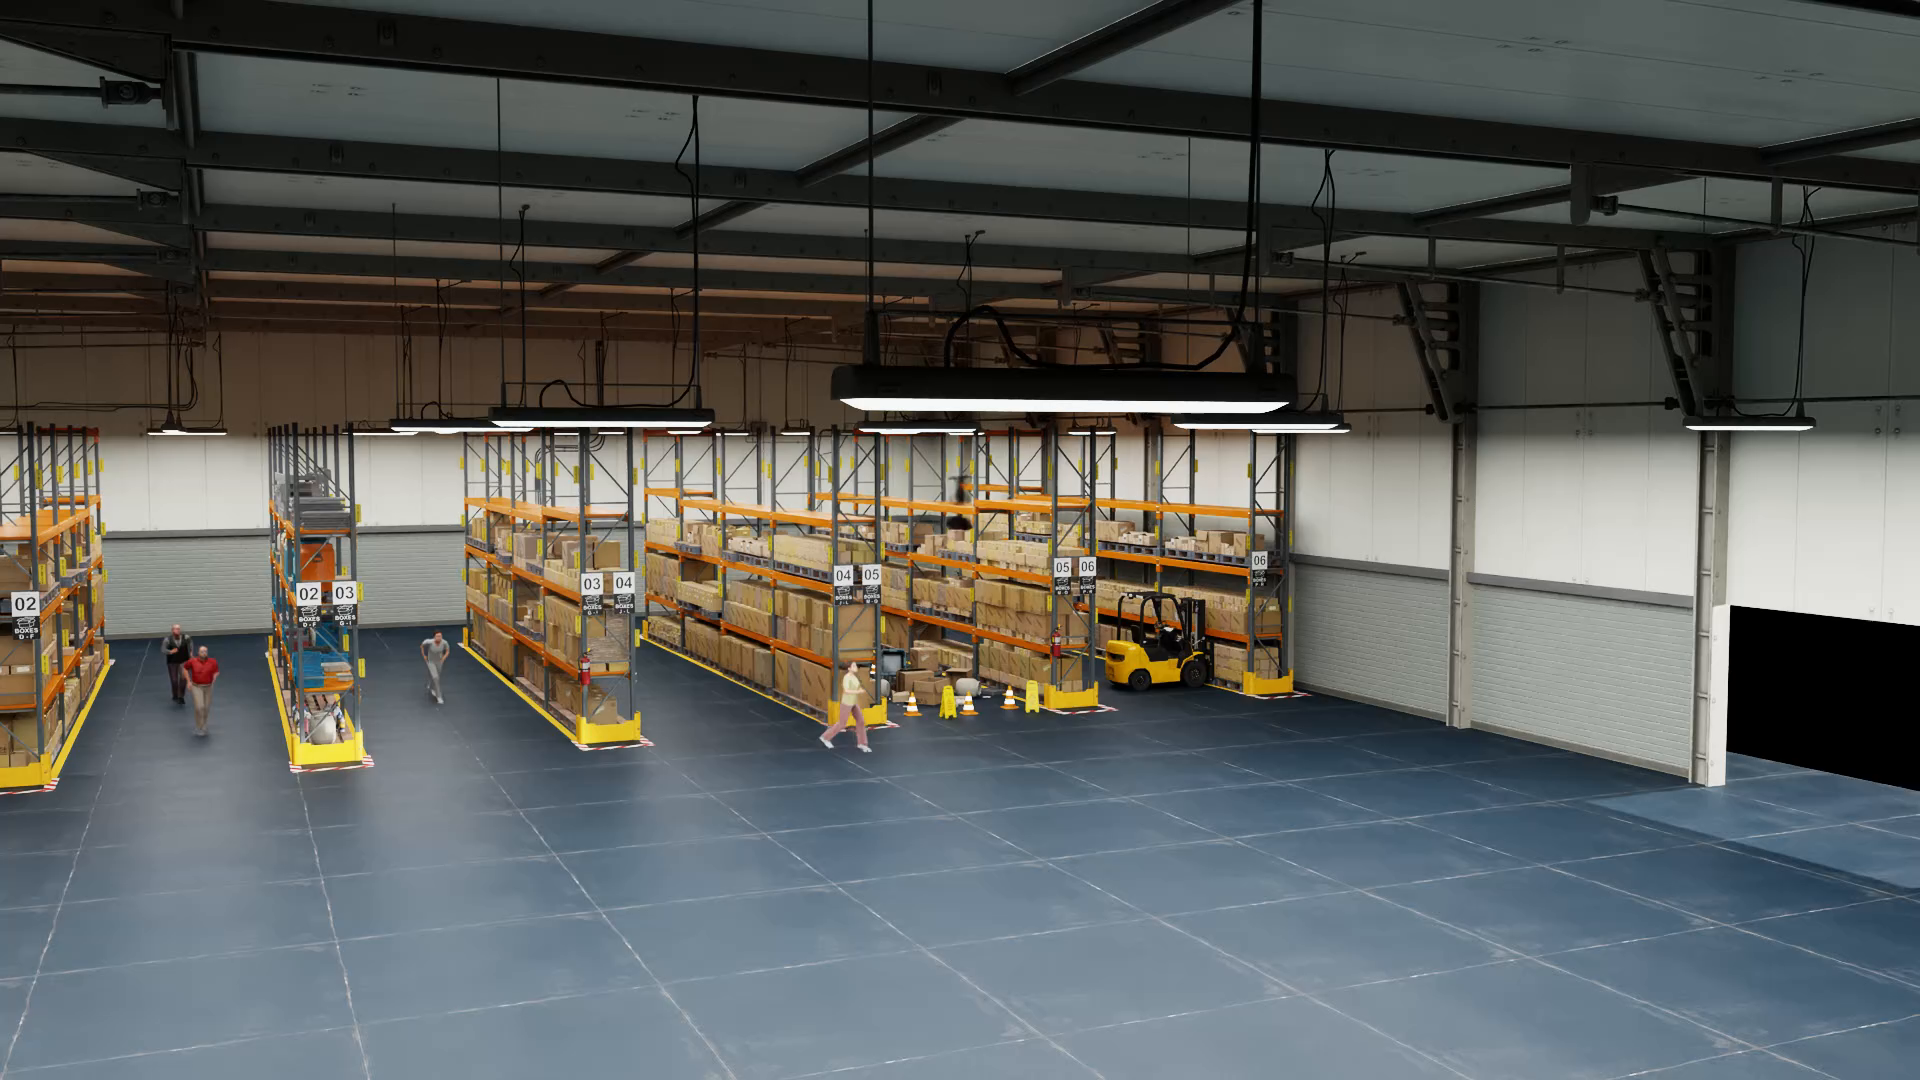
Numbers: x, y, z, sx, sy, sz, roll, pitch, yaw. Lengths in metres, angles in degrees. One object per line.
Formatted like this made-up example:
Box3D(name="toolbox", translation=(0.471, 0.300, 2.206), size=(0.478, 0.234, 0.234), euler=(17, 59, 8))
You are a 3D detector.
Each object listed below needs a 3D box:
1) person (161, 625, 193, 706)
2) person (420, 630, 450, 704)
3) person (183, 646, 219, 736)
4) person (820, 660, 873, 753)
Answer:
Box3D(name="person", translation=(-16.850, 2.686, 35.801), size=(0.677, 1.763, 0.851), euler=(-2, 4, -34))
Box3D(name="person", translation=(-11.458, 2.731, 36.248), size=(0.602, 1.625, 1.003), euler=(-2, 4, -28))
Box3D(name="person", translation=(-14.668, 2.929, 32.207), size=(0.590, 1.788, 0.889), euler=(-3, 5, -42))
Box3D(name="person", translation=(-2.069, 3.029, 30.376), size=(0.958, 1.694, 0.583), euler=(1, 4, 17))
